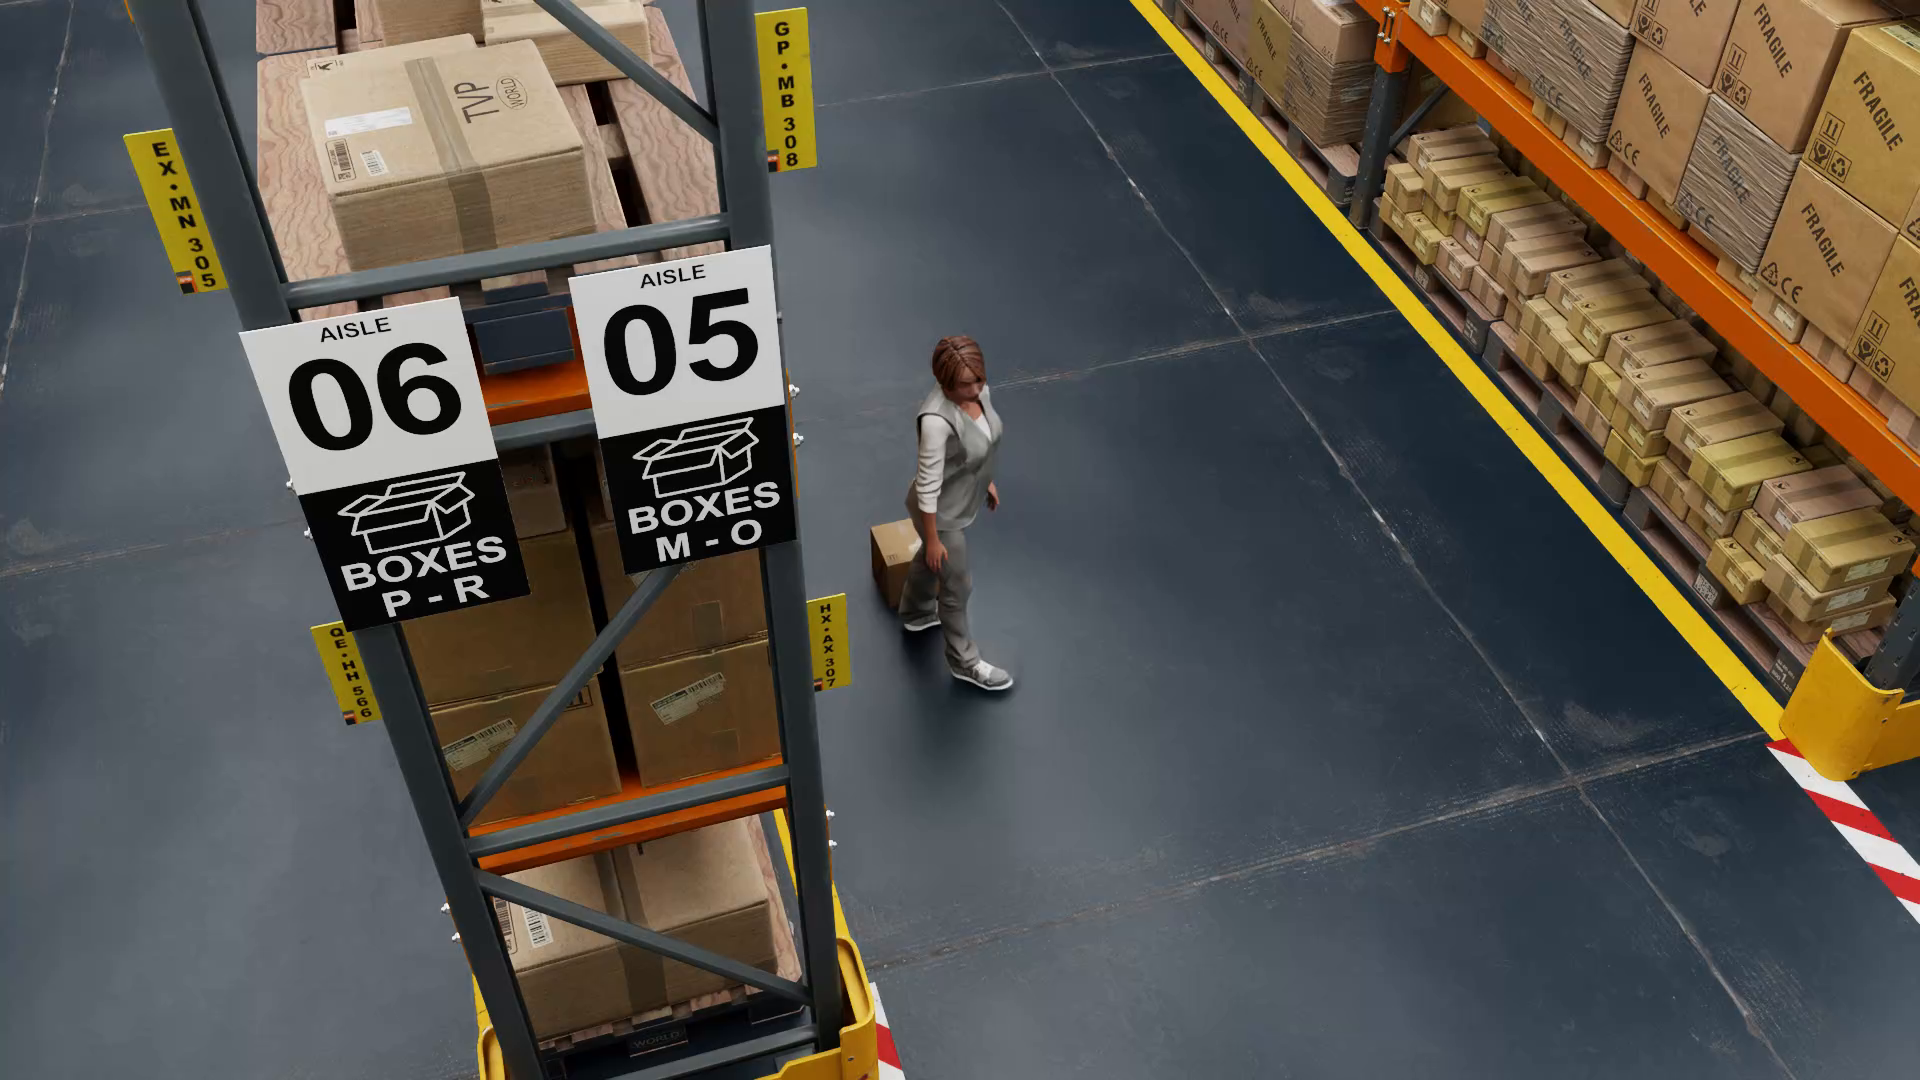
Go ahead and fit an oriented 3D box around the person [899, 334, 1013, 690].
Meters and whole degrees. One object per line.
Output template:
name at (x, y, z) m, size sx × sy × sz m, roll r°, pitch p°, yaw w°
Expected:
person at (-0.011, -0.118, 6.266) m, size 0.545 × 1.584 × 0.496 m, roll 13°, pitch 44°, yaw 13°
